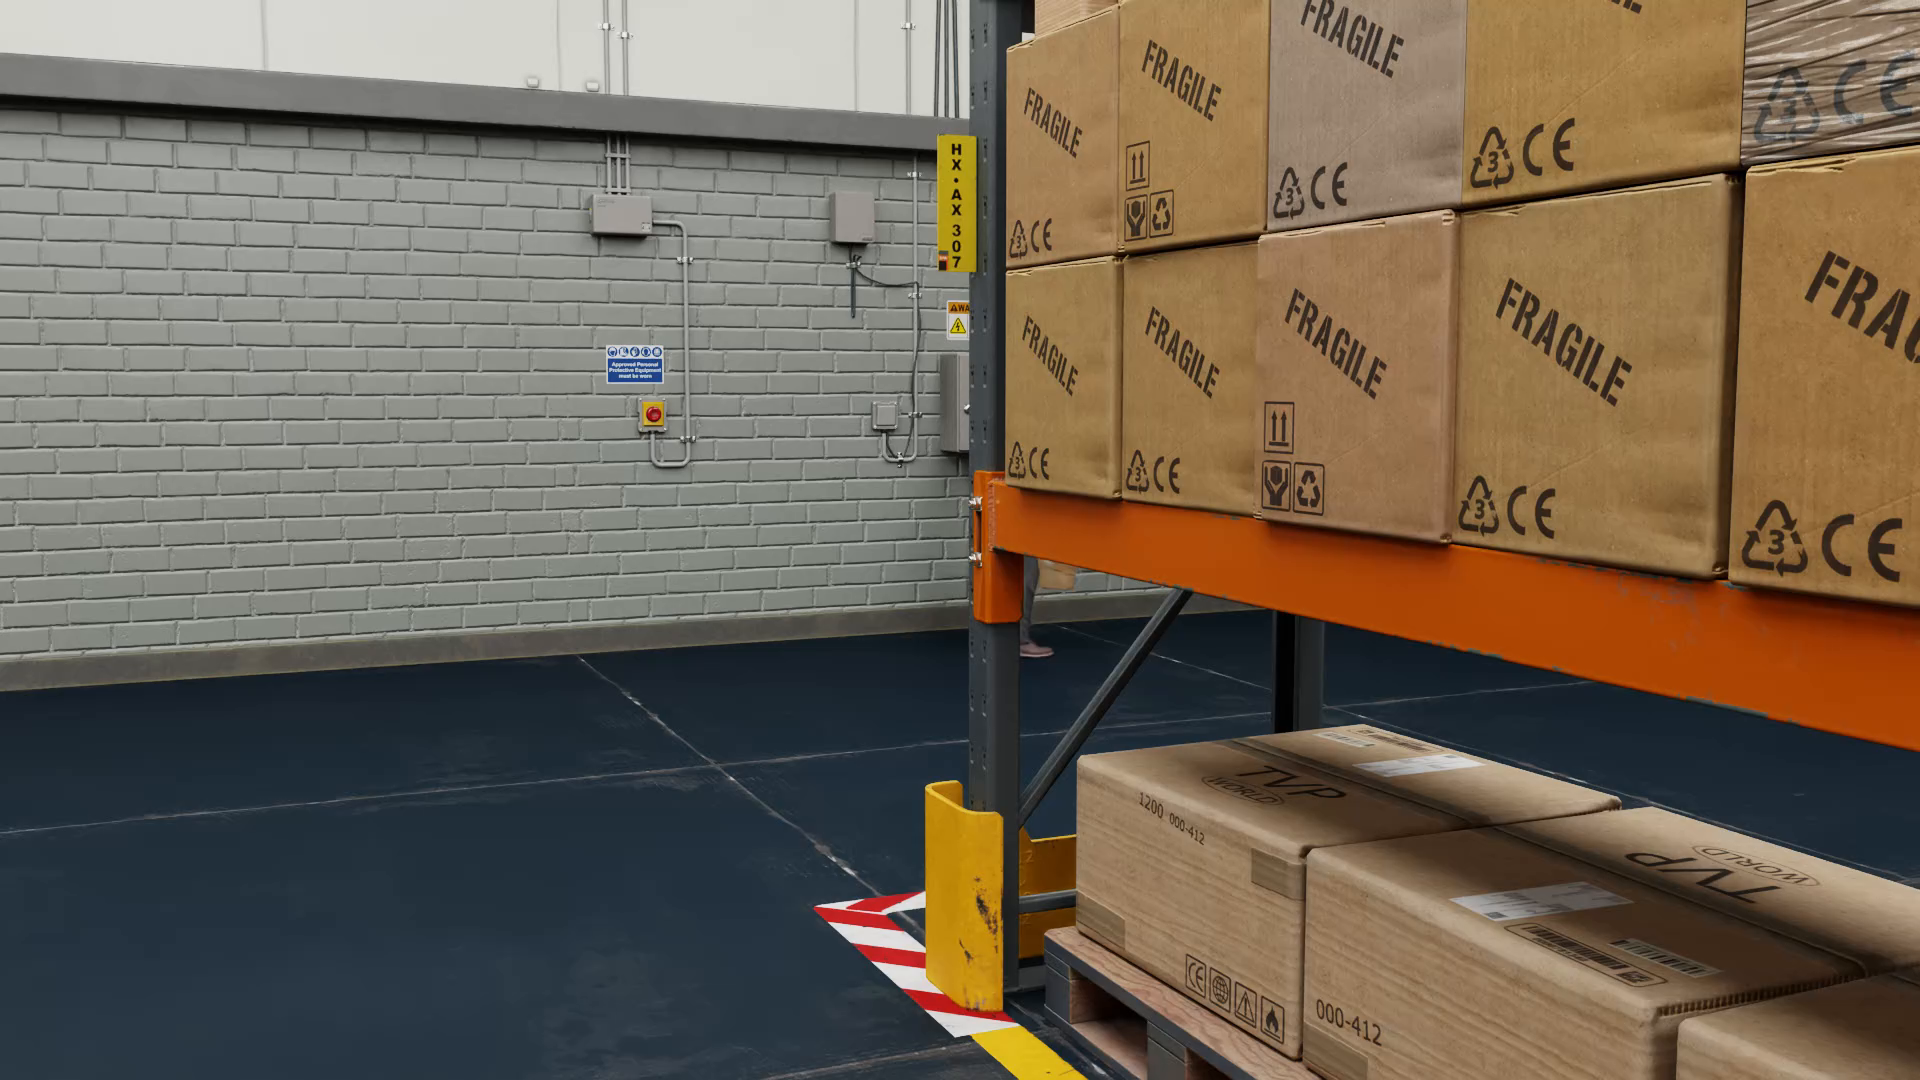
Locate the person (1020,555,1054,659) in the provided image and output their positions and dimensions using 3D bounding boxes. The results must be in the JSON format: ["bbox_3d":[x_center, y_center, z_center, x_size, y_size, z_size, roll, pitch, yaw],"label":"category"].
[{"bbox_3d":[0.288,-0.179,9.363,0.345,1.659,0.494,-3,6,-25],"label":"person"}]
